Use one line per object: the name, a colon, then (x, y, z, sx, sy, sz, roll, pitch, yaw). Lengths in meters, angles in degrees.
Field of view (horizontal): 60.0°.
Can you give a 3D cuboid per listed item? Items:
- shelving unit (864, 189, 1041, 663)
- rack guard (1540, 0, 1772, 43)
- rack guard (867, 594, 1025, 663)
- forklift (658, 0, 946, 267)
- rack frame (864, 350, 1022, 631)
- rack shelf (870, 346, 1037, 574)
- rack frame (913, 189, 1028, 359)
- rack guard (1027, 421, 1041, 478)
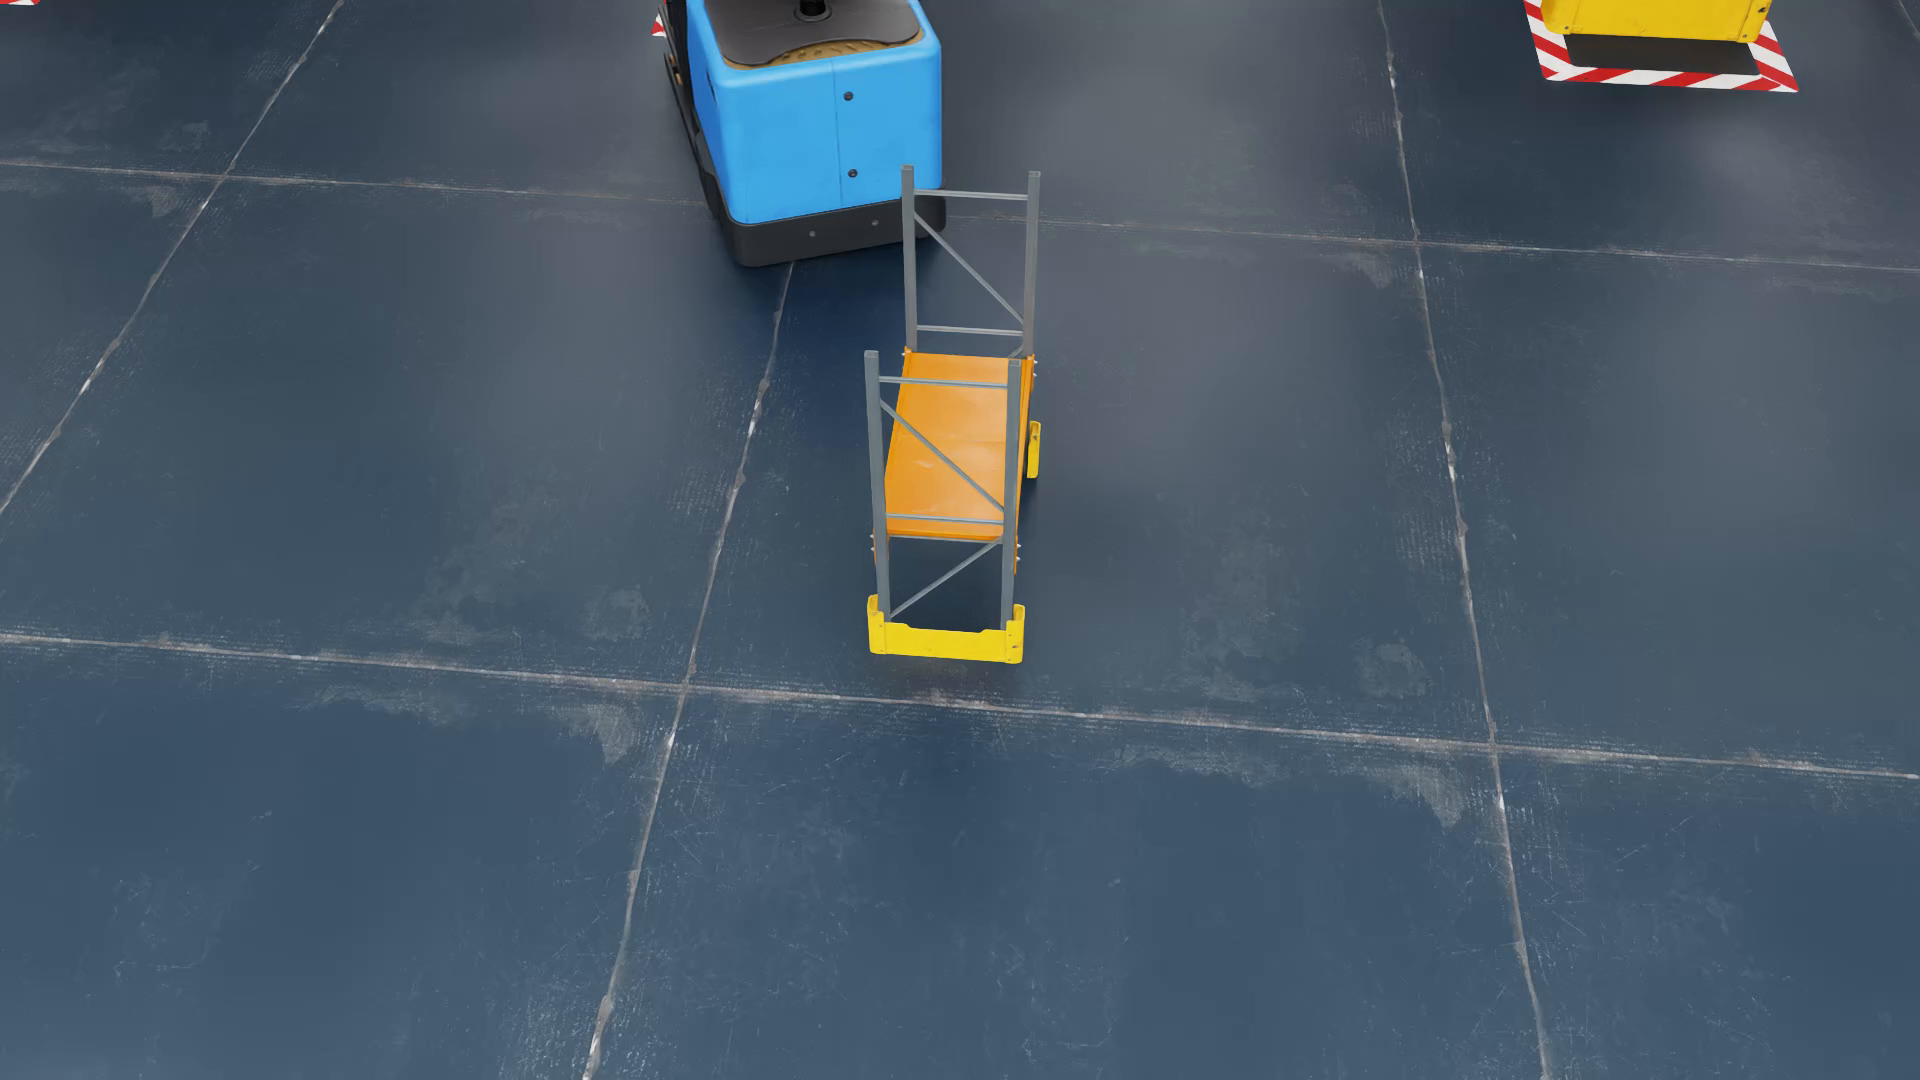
shelving unit: (-0.007, -0.450, 6.171, 0.587, 1.500, 1.083, 4, 48, 4)
rack guard: (3.916, -3.118, 9.289, 1.175, 0.500, 0.348, 4, 48, 4)
rack guard: (-0.052, 0.338, 6.298, 0.587, 0.250, 0.087, 4, 48, 4)
forklift: (-0.968, -3.392, 7.892, 1.130, 2.935, 3.031, -12, 49, -11)
rack frame: (-0.054, -0.070, 5.824, 0.500, 1.500, 0.032, 4, 48, 4)
rack shelf: (-0.008, -0.322, 6.298, 0.538, 0.185, 1.000, 4, 48, 4)
rack frame: (0.040, -0.817, 6.507, 0.475, 1.308, 0.013, 4, 48, 4)
rack guard: (0.038, -0.394, 6.967, 0.587, 0.250, 0.087, 4, 48, 4)
